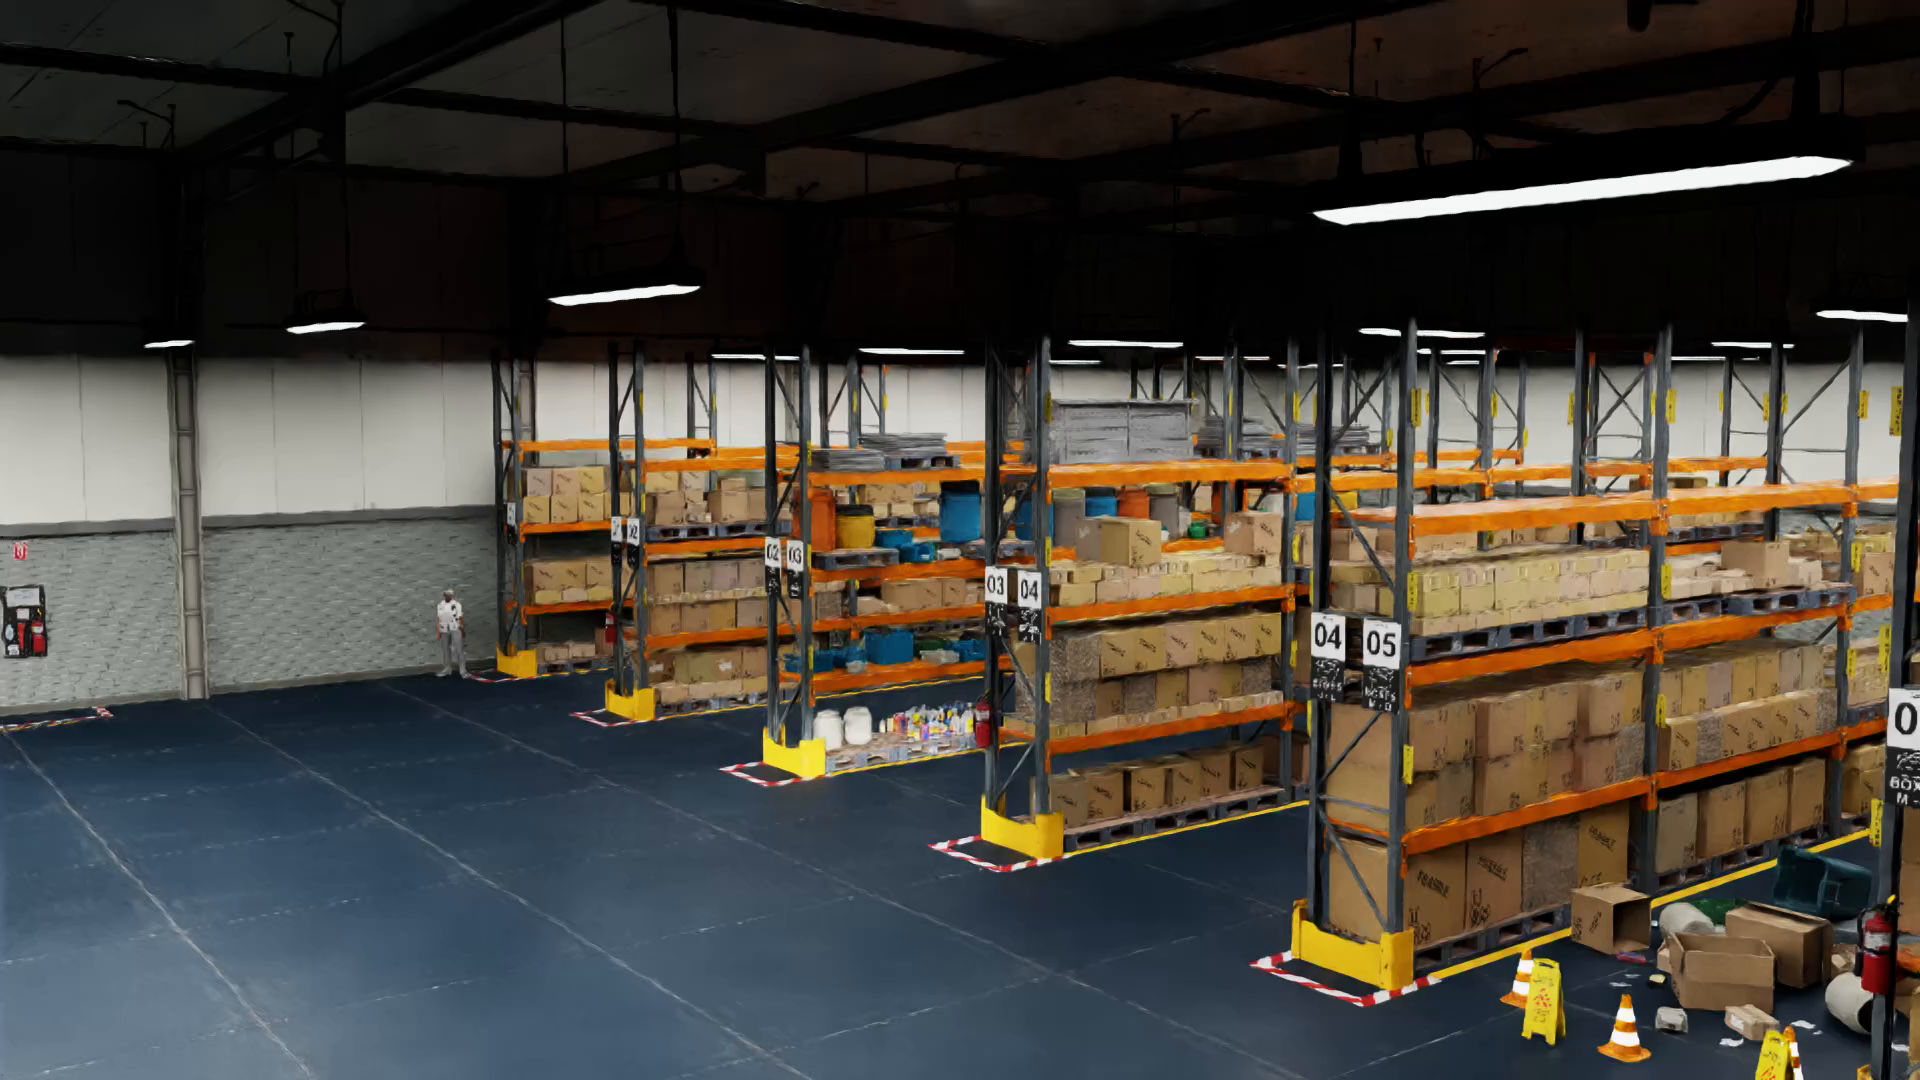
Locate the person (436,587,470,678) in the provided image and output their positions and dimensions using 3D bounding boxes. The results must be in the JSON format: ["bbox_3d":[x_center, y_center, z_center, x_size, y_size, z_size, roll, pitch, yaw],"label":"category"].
[{"bbox_3d":[-9.222,1.666,30.240,0.697,1.670,0.556,0,5,-1],"label":"person"}]
